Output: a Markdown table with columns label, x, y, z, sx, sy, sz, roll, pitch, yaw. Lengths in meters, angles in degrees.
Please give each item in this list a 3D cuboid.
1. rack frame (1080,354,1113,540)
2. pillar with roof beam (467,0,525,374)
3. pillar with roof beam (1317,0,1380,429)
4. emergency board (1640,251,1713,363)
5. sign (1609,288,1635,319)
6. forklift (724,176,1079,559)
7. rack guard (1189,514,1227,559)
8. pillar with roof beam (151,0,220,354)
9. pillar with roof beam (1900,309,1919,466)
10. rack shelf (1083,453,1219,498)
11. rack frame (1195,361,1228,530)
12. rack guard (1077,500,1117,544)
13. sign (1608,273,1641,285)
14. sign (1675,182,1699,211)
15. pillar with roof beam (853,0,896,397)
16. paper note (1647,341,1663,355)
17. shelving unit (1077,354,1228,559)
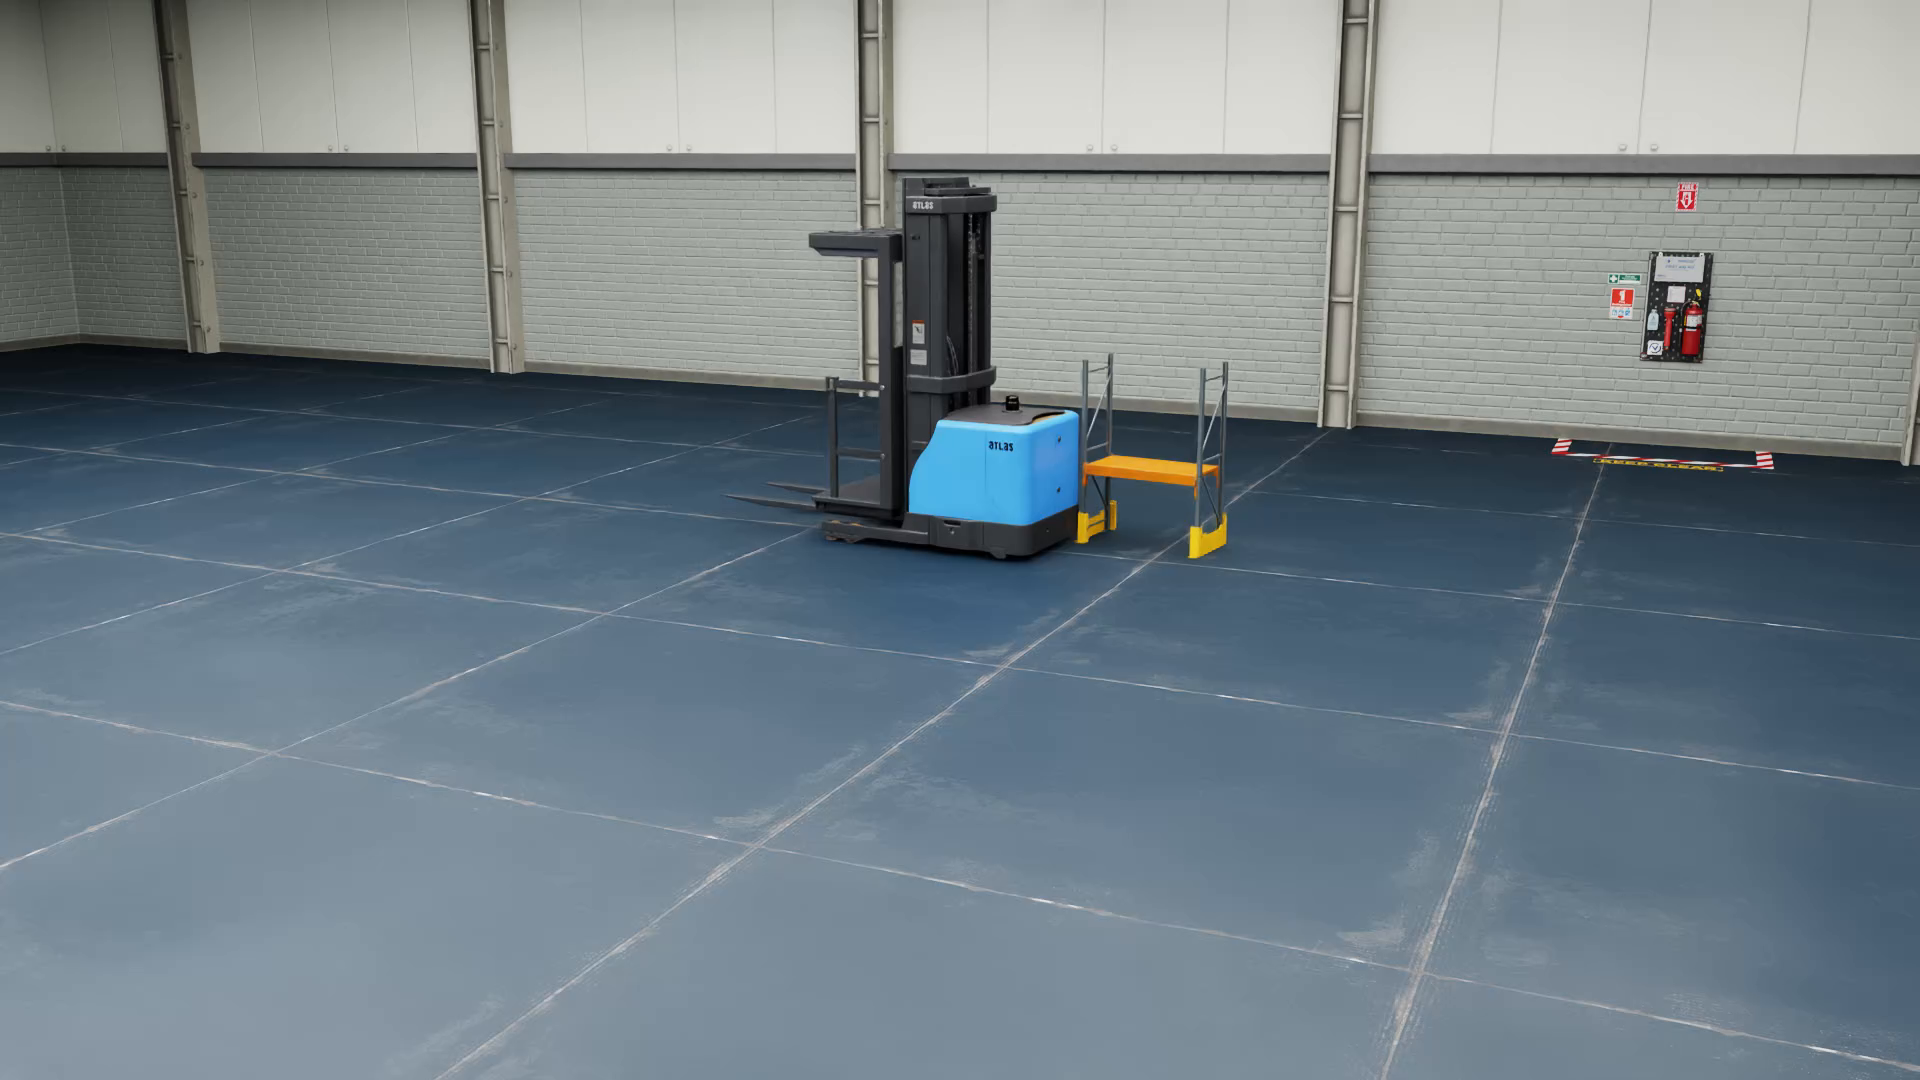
| label | x | y | z | sx | sy | sz | roll | pitch | yaw |
| --- | --- | --- | --- | --- | --- | --- | --- | --- | --- |
| rack frame | 1.127 | -0.764 | 13.728 | 0.032 | 1.500 | 0.500 | 8 | 15 | 30 |
| pillar with roof beam | -8.310 | -5.927 | 19.314 | 0.400 | 9.000 | 9.100 | 6 | 14 | 23 |
| pillar with roof beam | 2.662 | -4.816 | 14.582 | 0.400 | 9.000 | 9.100 | 6 | 14 | 23 |
| emergency board | 7.648 | -2.476 | 17.742 | 0.643 | 1.169 | 0.194 | 6 | 14 | 23 |
| sign | 7.184 | -2.566 | 18.048 | 0.234 | 0.329 | 0.001 | 6 | 14 | 23 |
| forklift | -0.561 | -1.497 | 13.720 | 3.031 | 2.935 | 1.130 | 7 | 15 | 28 |
| rack guard | 1.996 | -0.036 | 13.360 | 0.087 | 0.250 | 0.587 | 8 | 15 | 30 |
| pillar with roof beam | -13.795 | -6.482 | 21.680 | 0.400 | 9.000 | 9.100 | 6 | 14 | 23 |
| pillar with roof beam | 8.148 | -4.261 | 12.216 | 0.400 | 9.000 | 9.100 | 6 | 14 | 23 |
| rack shelf | 1.562 | -0.529 | 13.513 | 1.000 | 0.185 | 0.538 | 8 | 15 | 30 |
| rack frame | 1.997 | -0.644 | 13.216 | 0.032 | 1.500 | 0.500 | 8 | 15 | 30 |
| rack guard | 1.144 | -0.153 | 13.861 | 0.087 | 0.250 | 0.587 | 8 | 15 | 30 |
| sign | 7.184 | -2.822 | 17.978 | 0.331 | 0.109 | 0.001 | 6 | 14 | 23 |
| sign | 7.681 | -3.626 | 17.569 | 0.199 | 0.298 | 0.001 | 6 | 14 | 23 |
| pillar with roof beam | -2.824 | -5.372 | 16.948 | 0.400 | 9.000 | 9.100 | 6 | 14 | 23 |
| paper note | 7.514 | -2.078 | 17.974 | 0.142 | 0.148 | 0.016 | 6 | 14 | 23 |
| shelving unit | 1.570 | -0.703 | 13.468 | 1.083 | 1.500 | 0.587 | 8 | 15 | 30 |
